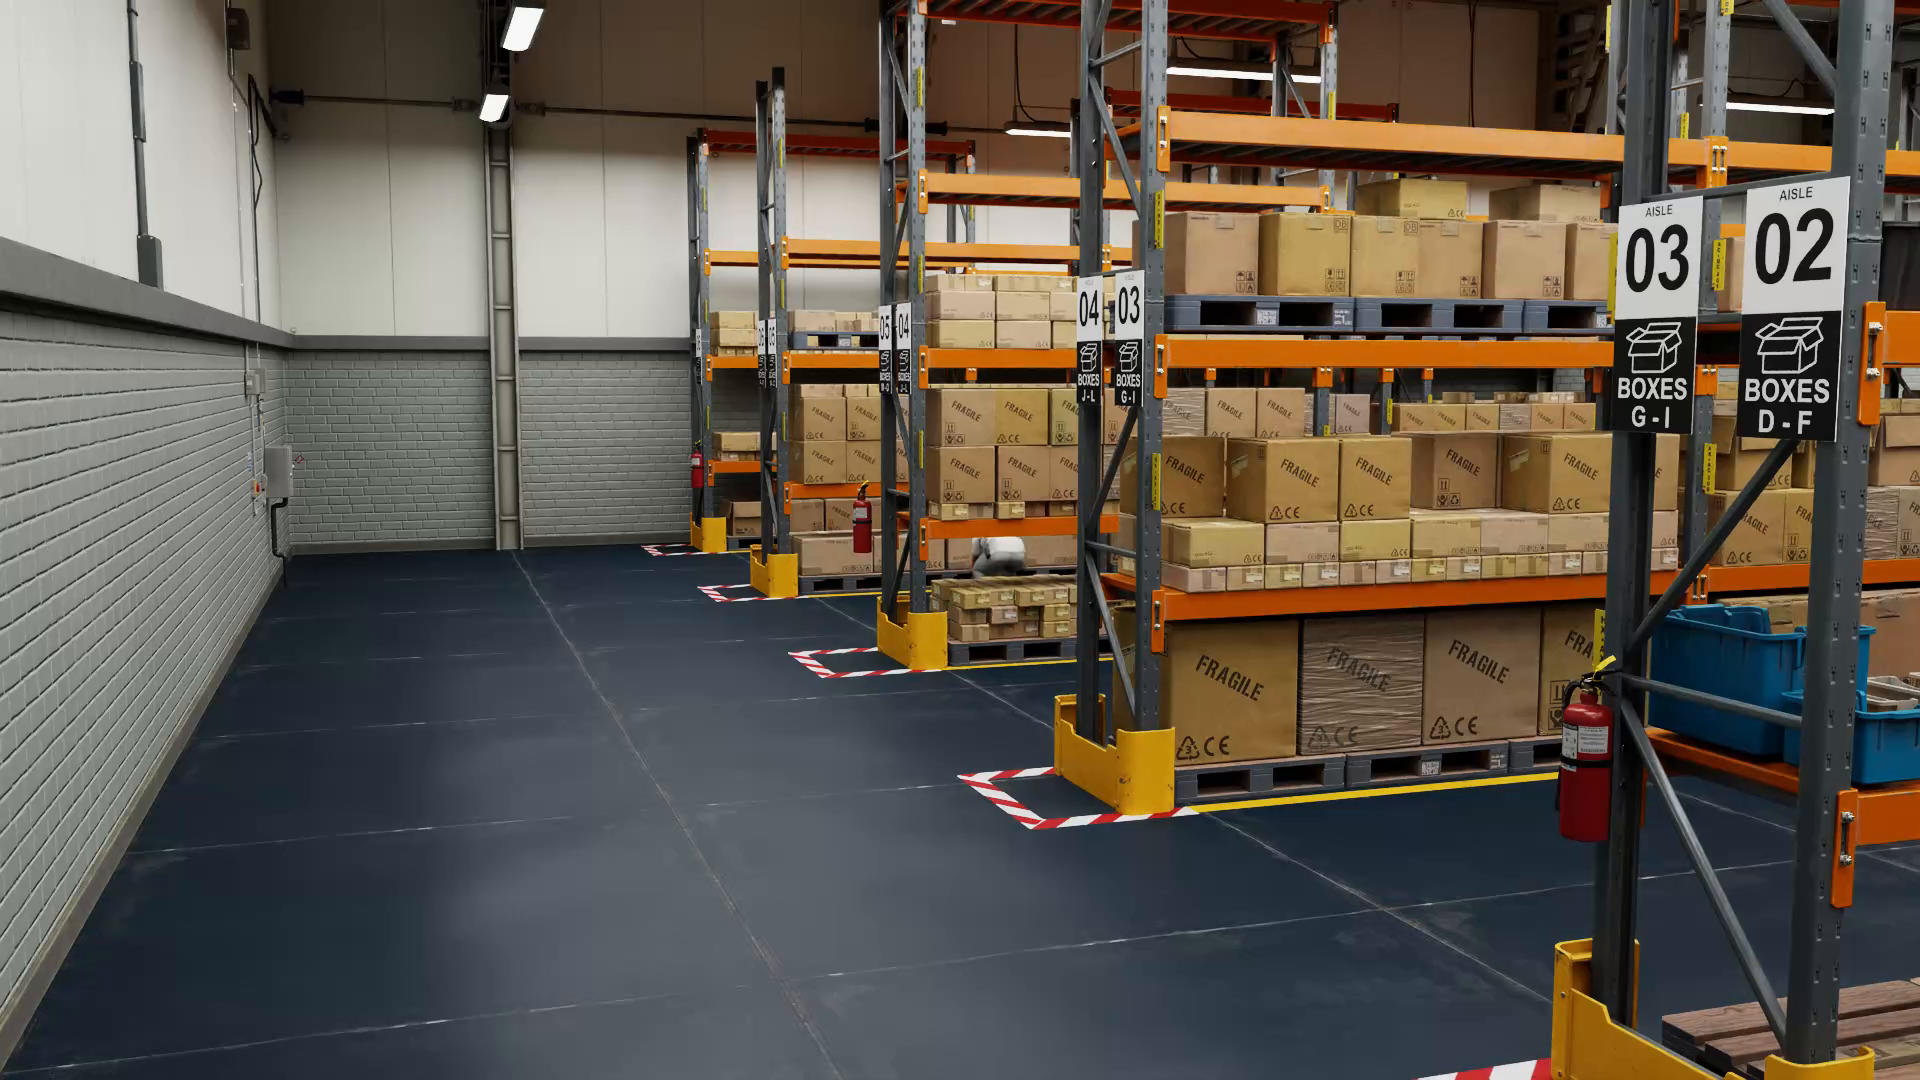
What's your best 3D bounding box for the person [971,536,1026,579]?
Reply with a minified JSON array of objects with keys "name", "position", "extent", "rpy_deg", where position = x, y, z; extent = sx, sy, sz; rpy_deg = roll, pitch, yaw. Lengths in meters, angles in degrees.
[{"name":"person","position":[0.405,0.240,18.813],"extent":[0.517,0.940,0.902],"rpy_deg":[-2,6,-21]}]
